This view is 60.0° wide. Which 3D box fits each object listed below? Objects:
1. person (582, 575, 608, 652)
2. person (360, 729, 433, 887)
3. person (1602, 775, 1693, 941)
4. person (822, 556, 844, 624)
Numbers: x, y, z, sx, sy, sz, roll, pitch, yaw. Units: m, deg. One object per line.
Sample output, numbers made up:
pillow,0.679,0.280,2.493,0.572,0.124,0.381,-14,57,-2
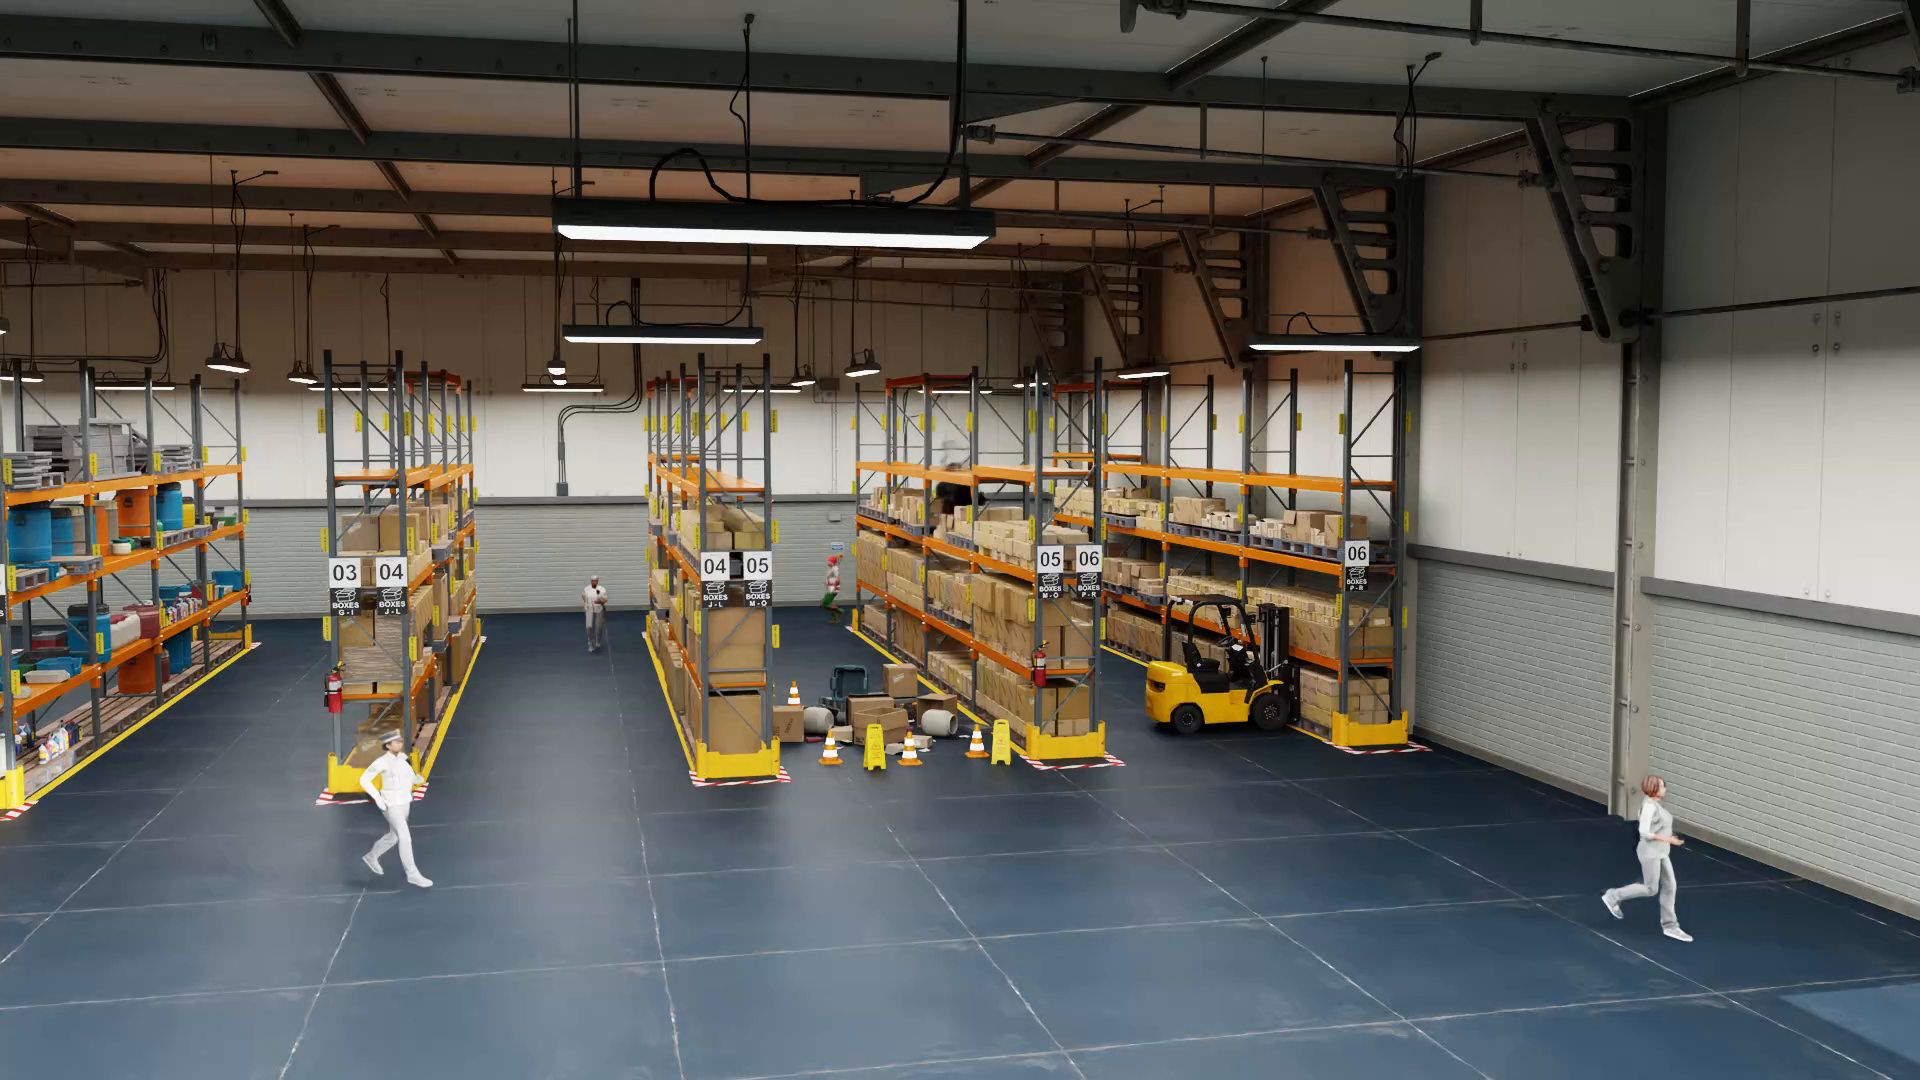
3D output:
person,-8.097,1.617,36.868,0.588,1.705,0.744,0,4,-5
person,-6.133,2.878,18.035,0.938,1.684,0.591,1,4,16
person,6.740,3.080,16.253,0.839,1.585,0.538,3,5,37
person,-3.181,1.252,41.593,0.559,1.719,0.757,0,4,-1
